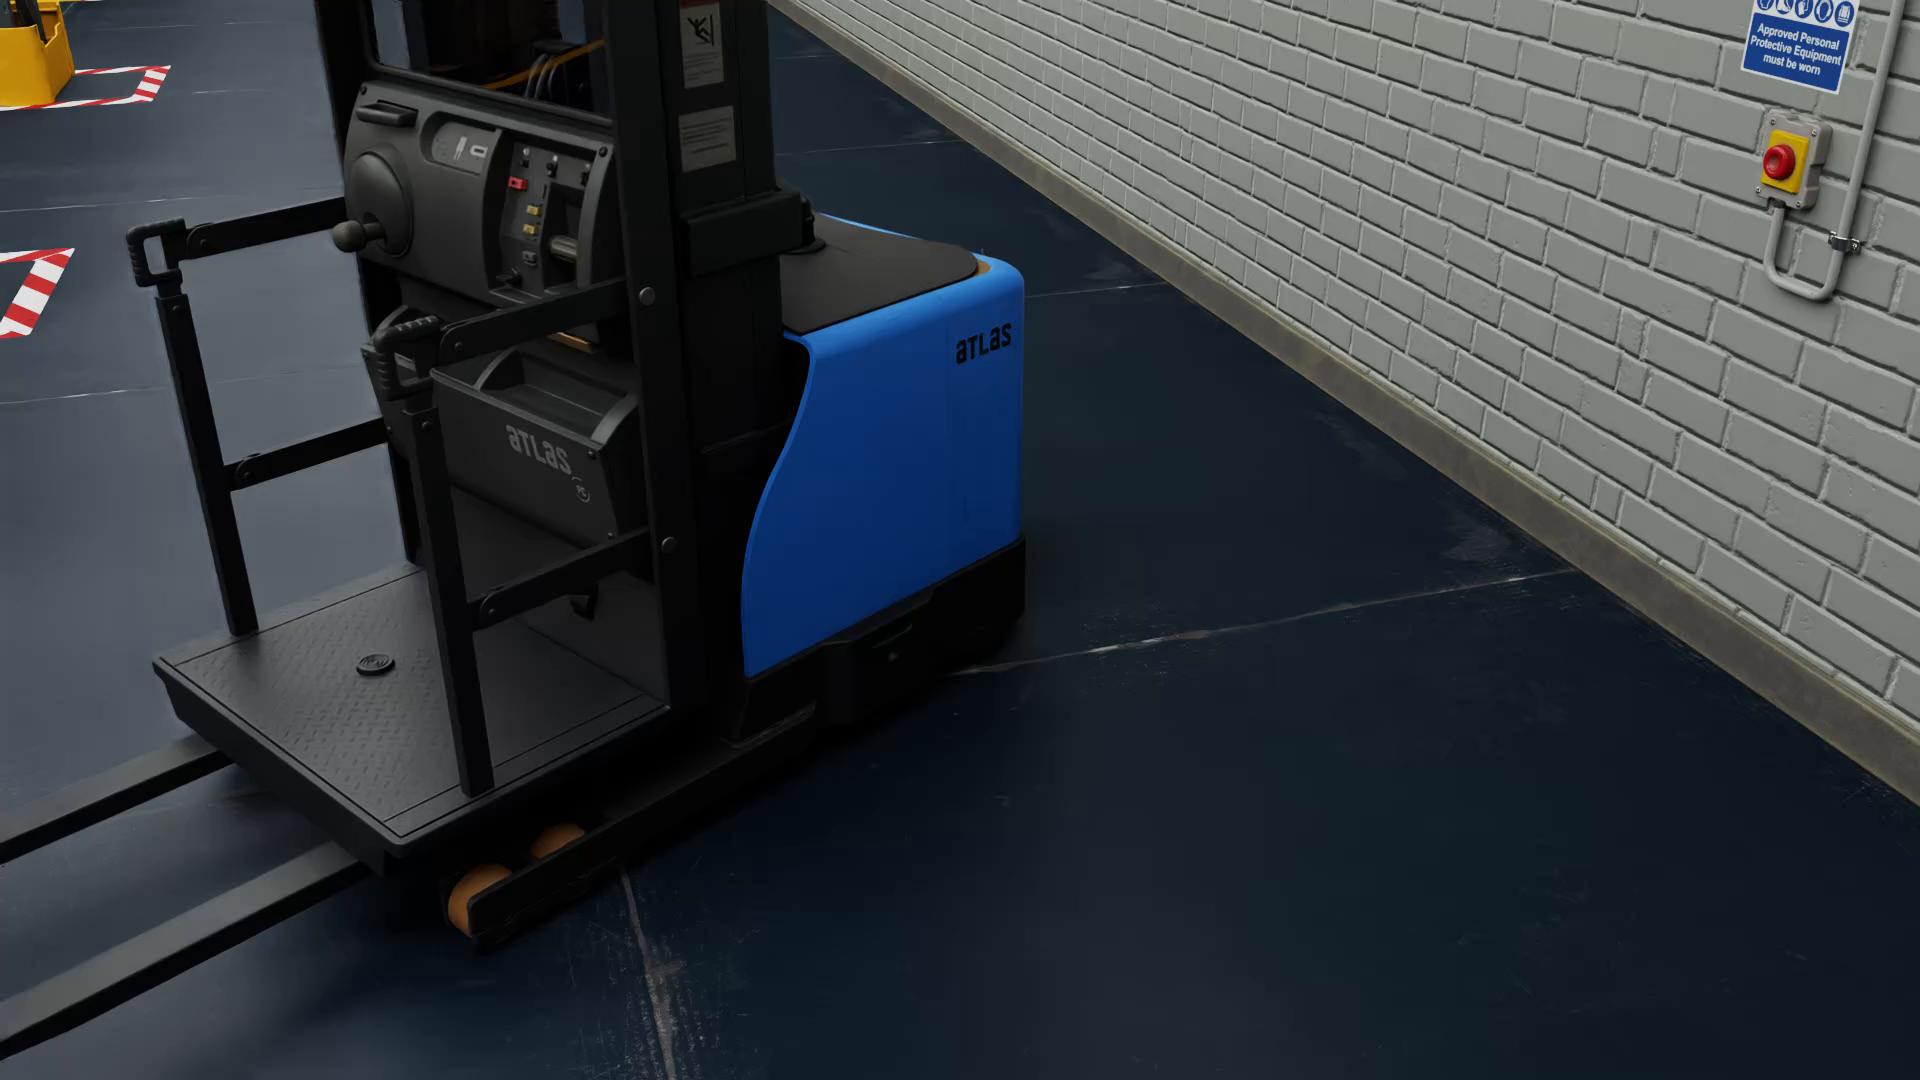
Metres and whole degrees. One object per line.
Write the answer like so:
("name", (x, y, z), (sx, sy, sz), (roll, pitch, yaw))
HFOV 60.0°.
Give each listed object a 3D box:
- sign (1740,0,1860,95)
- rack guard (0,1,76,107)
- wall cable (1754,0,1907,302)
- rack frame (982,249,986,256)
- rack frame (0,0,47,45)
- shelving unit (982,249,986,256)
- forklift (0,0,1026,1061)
("sign", (2.031, -1.221, 4.032), (0.001, 0.218, 0.327), (-8, 28, -16))
("rack guard", (-6.413, -3.358, 11.453), (0.348, 0.500, 1.175), (-8, 28, -16))
("wall cable", (1.987, -1.540, 3.801), (0.123, 1.953, 0.585), (-8, 28, -16))
("rack frame", (0.104, -0.418, 5.080), (0.006, 0.900, 0.240), (-8, 28, -16))
("rack frame", (-6.436, -4.475, 10.890), (0.127, 3.000, 1.000), (-8, 28, -16))
("shelving unit", (0.008, -0.404, 5.052), (0.210, 0.900, 0.258), (-8, 28, -16))
("forklift", (-1.178, -0.713, 3.389), (1.130, 2.935, 3.031), (22, 34, 37))
